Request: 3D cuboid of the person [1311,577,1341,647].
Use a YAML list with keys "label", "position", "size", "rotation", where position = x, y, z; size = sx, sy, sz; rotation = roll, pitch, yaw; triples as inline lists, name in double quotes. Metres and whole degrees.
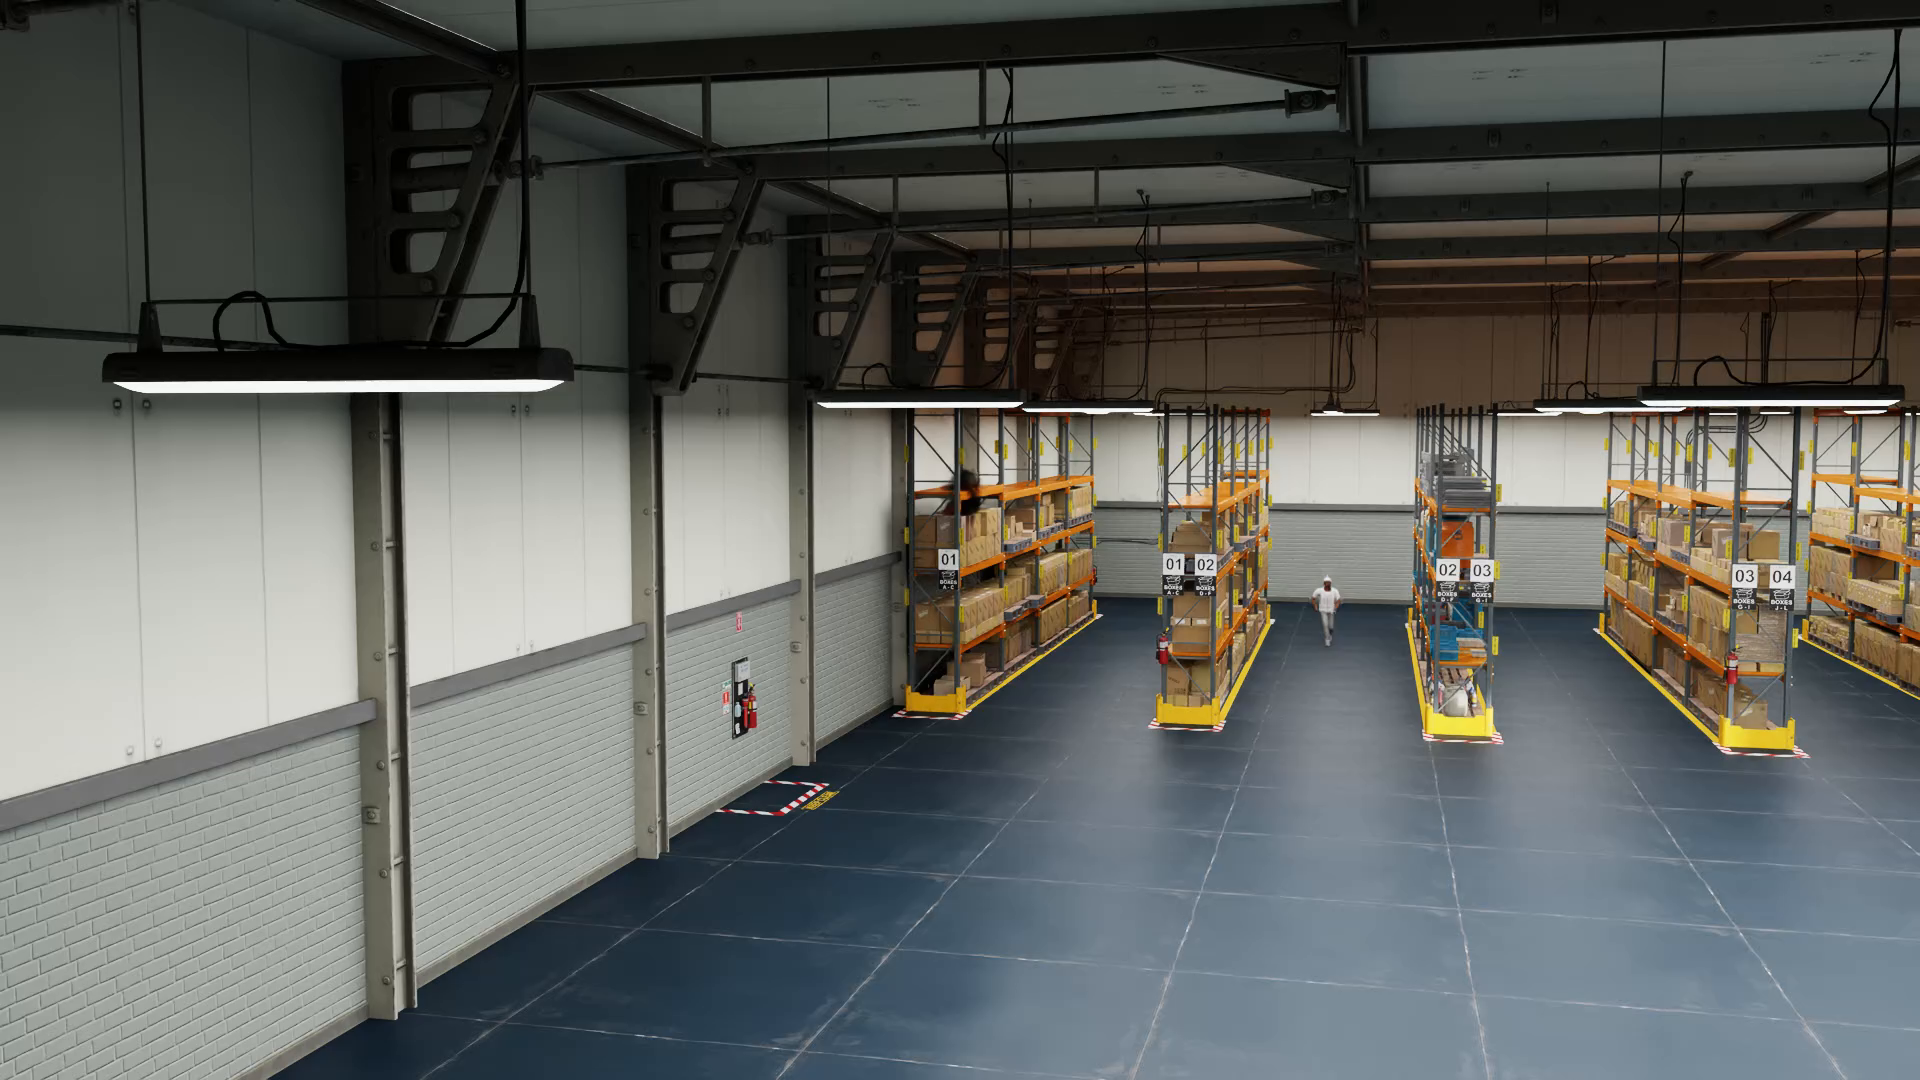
- label: "person"
  position: [9.254, 1.801, 42.011]
  size: [0.732, 1.737, 0.810]
  rotation: [0, 4, 4]
